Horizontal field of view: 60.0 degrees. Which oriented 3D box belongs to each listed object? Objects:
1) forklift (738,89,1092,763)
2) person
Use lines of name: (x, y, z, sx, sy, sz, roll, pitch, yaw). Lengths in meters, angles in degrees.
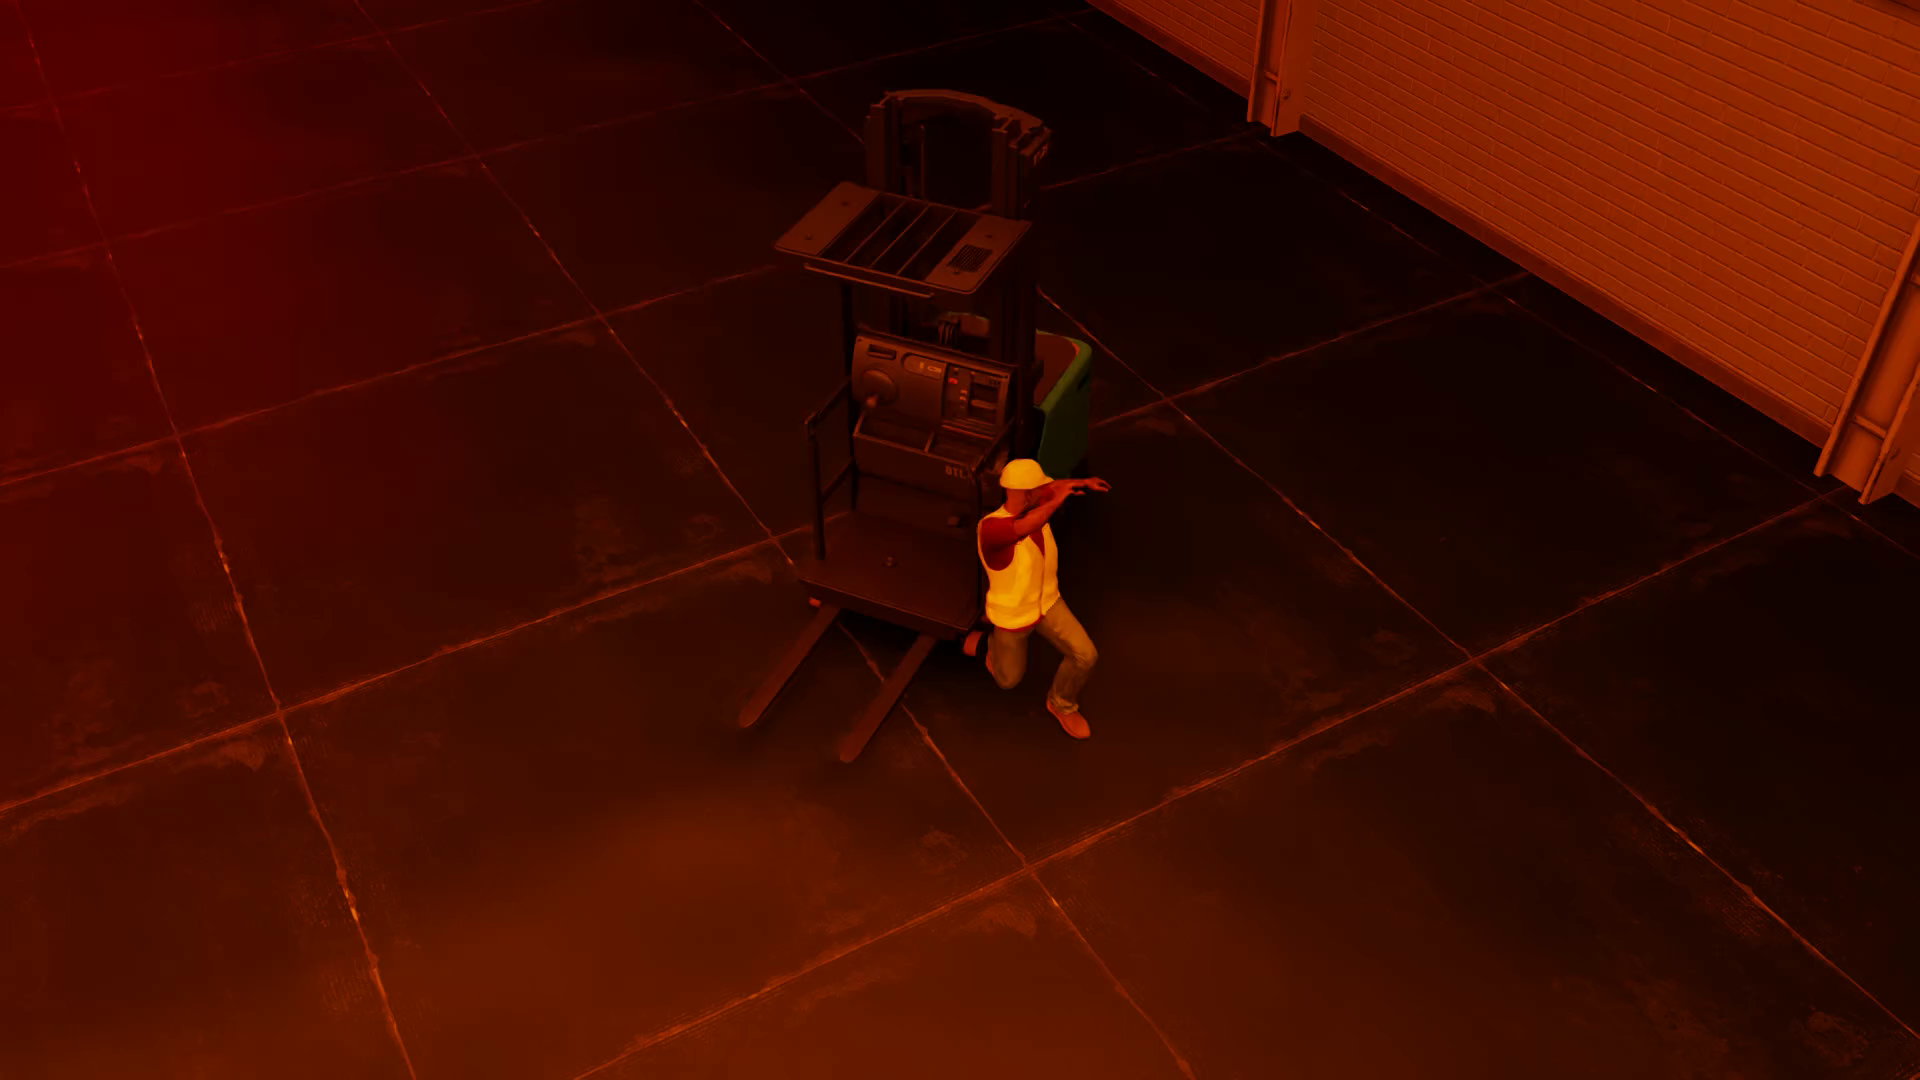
forklift: (-0.250, -0.773, 8.968, 1.130, 2.935, 3.031, 16, 42, 19)
person: (0.618, 0.210, 8.937, 1.059, 1.472, 0.915, -24, 45, -26)
